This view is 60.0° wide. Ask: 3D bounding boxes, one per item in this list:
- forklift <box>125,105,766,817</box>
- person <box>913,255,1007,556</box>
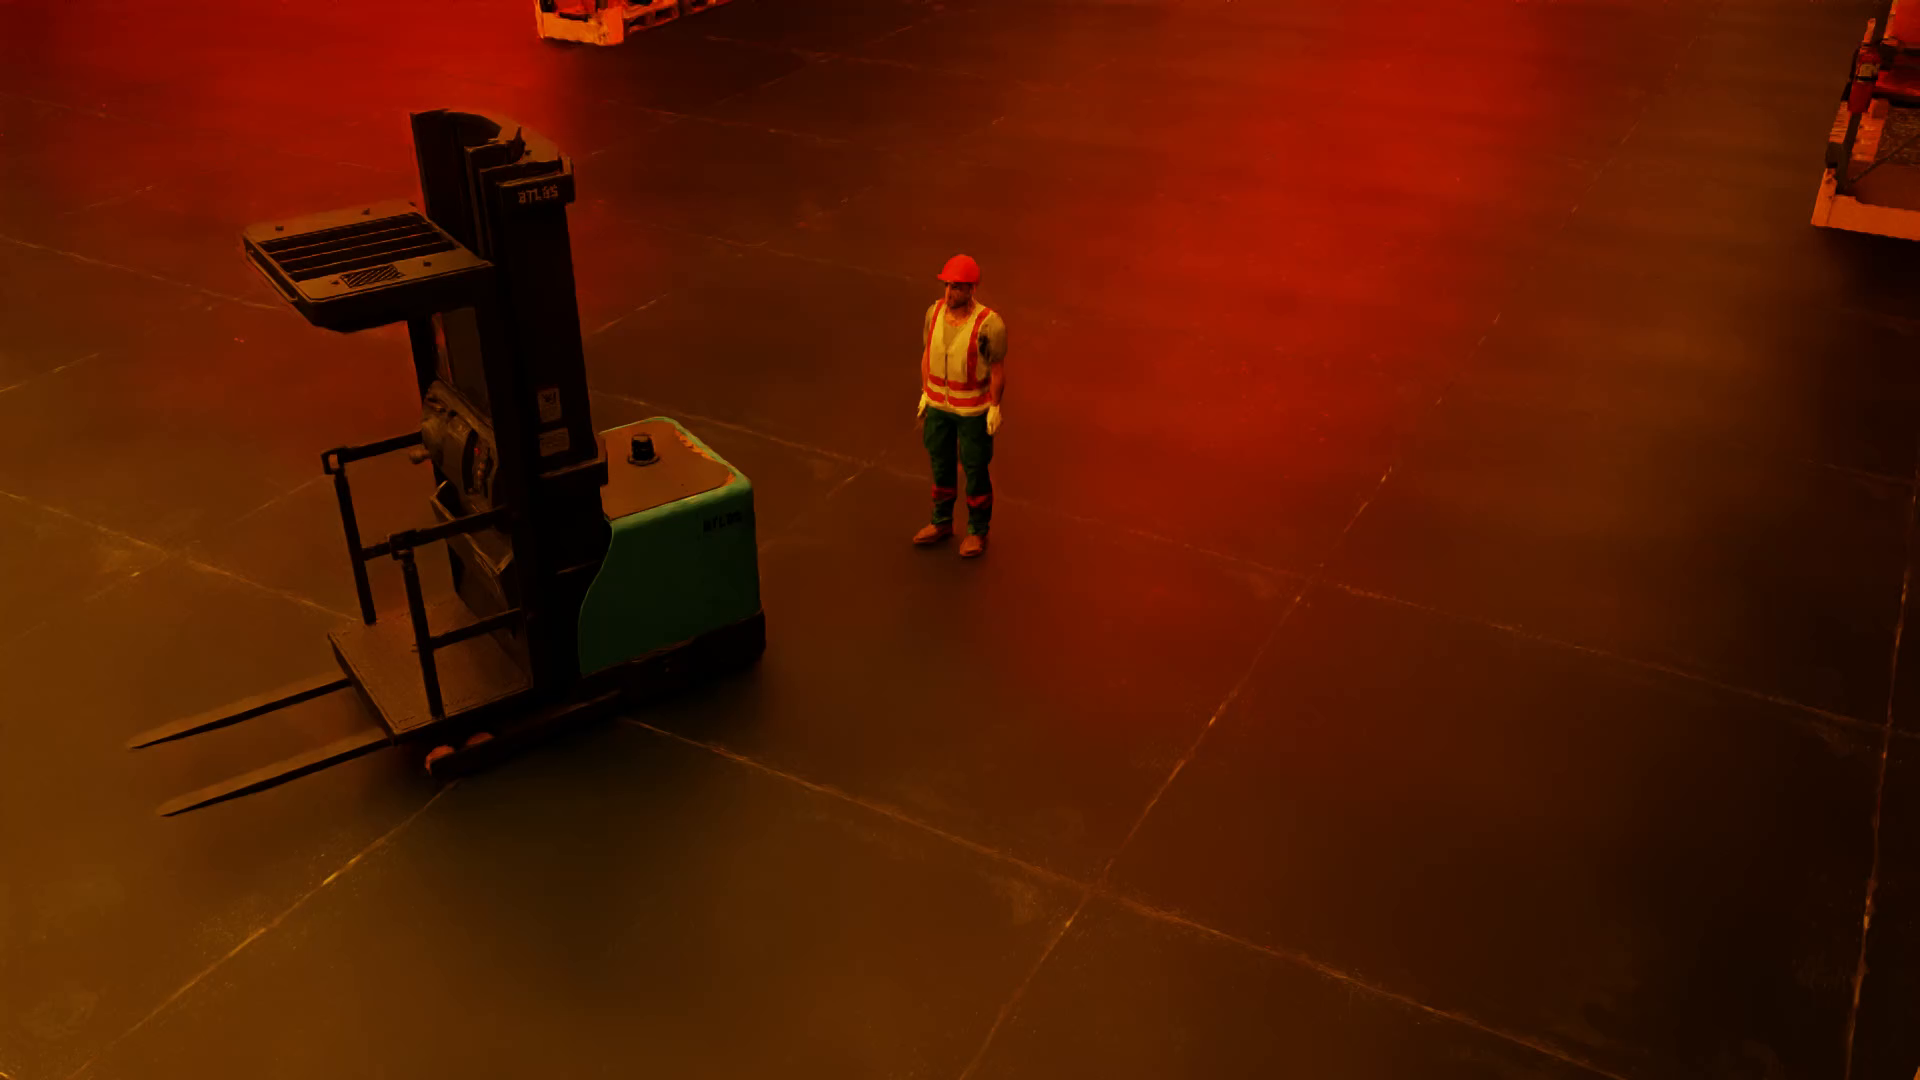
[{"bbox_3d":[-2.535,-0.413,7.785,3.031,2.935,1.130,-19,35,-30],"label":"forklift"},{"bbox_3d":[-0.009,-0.766,9.539,0.540,1.795,0.349,15,33,25],"label":"person"}]
